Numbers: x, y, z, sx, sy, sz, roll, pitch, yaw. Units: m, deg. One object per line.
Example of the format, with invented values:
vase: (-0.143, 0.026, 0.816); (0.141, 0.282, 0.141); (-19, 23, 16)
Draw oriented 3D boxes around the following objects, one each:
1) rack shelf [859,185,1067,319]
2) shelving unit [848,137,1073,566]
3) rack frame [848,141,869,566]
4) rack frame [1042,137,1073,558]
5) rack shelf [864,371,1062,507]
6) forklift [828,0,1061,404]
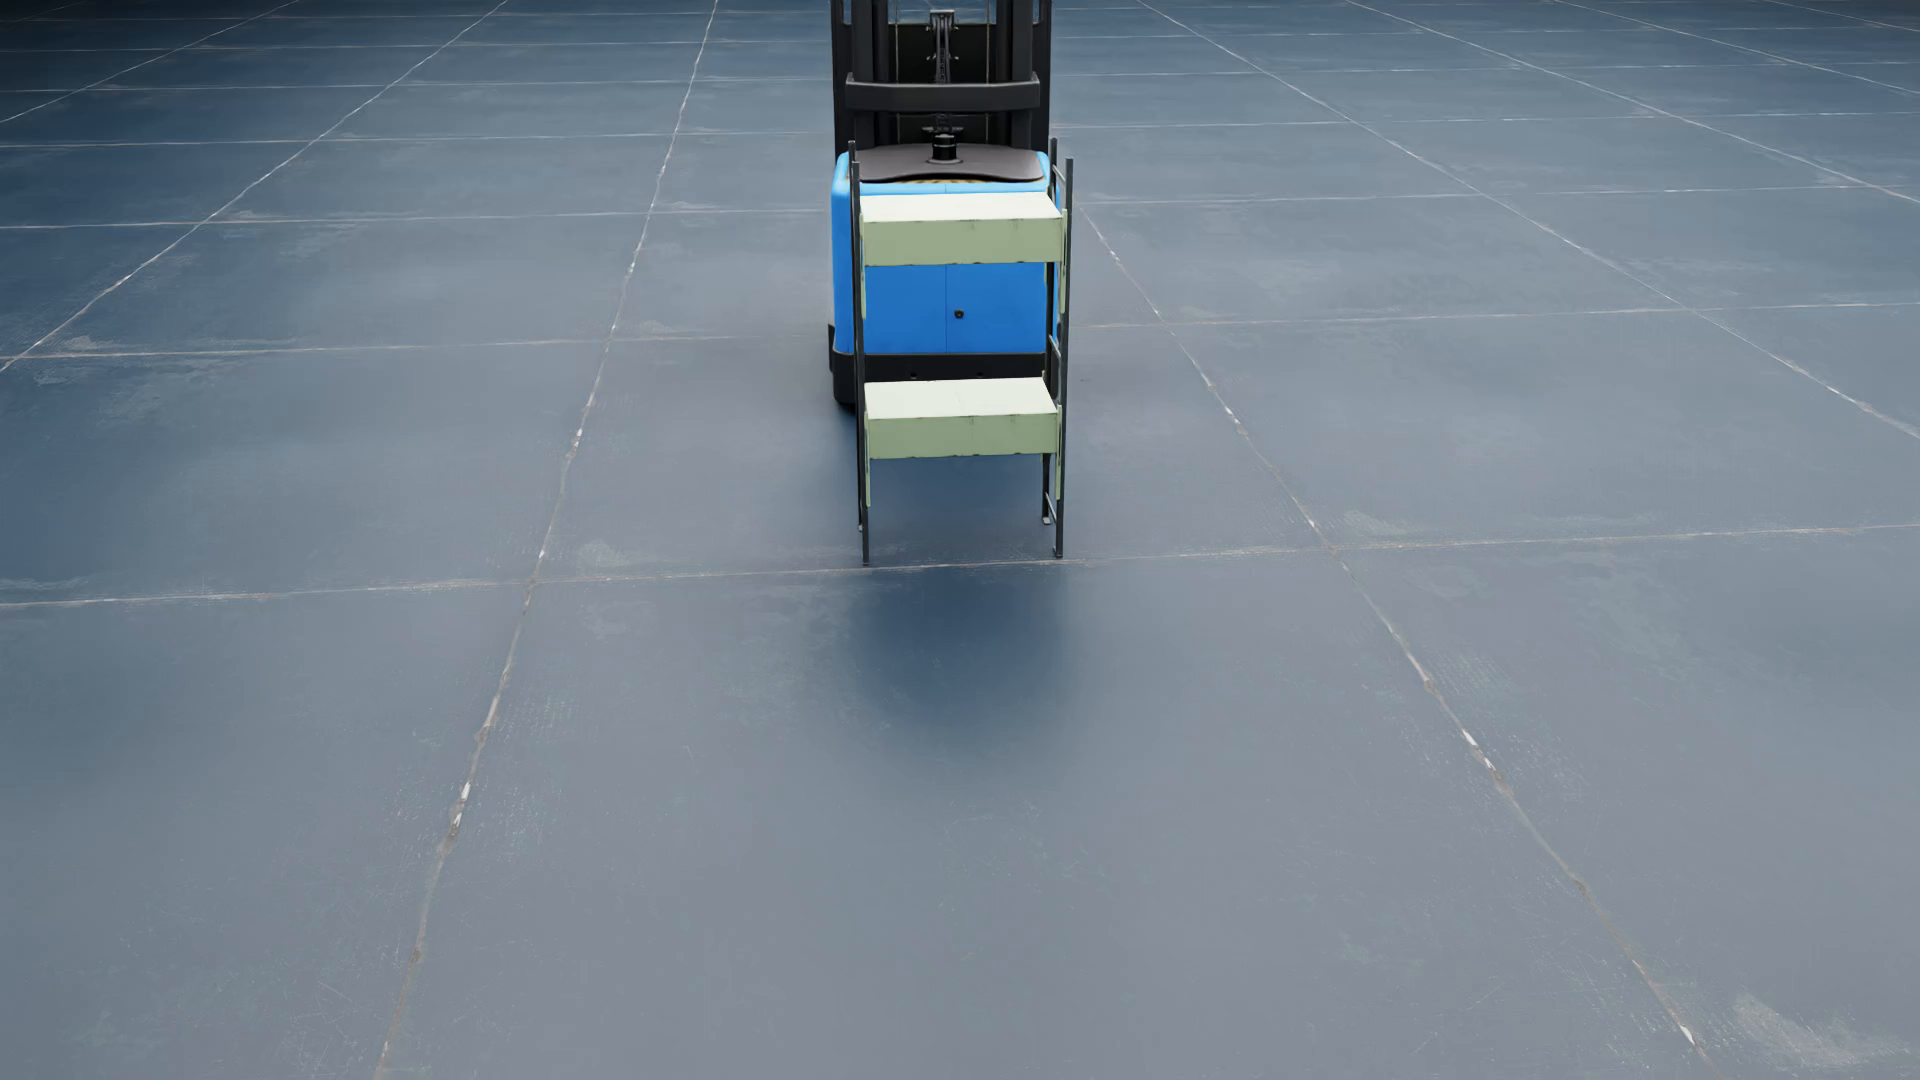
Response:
rack shelf: (-0.007, -1.042, 5.979); (0.720, 0.370, 0.431); (-2, 24, -5)
shelving unit: (-0.007, -0.685, 6.138); (0.755, 1.500, 0.431); (-2, 24, -5)
rack frame: (-0.371, -0.670, 6.105); (0.023, 1.500, 0.400); (-2, 24, -5)
rack frame: (0.358, -0.700, 6.170); (0.023, 1.500, 0.400); (-2, 24, -5)
rack shelf: (-0.007, -0.387, 6.270); (0.720, 0.370, 0.431); (-2, 24, -5)
forklift: (-0.099, -2.519, 8.501); (1.130, 2.935, 3.031); (-1, 24, -1)
